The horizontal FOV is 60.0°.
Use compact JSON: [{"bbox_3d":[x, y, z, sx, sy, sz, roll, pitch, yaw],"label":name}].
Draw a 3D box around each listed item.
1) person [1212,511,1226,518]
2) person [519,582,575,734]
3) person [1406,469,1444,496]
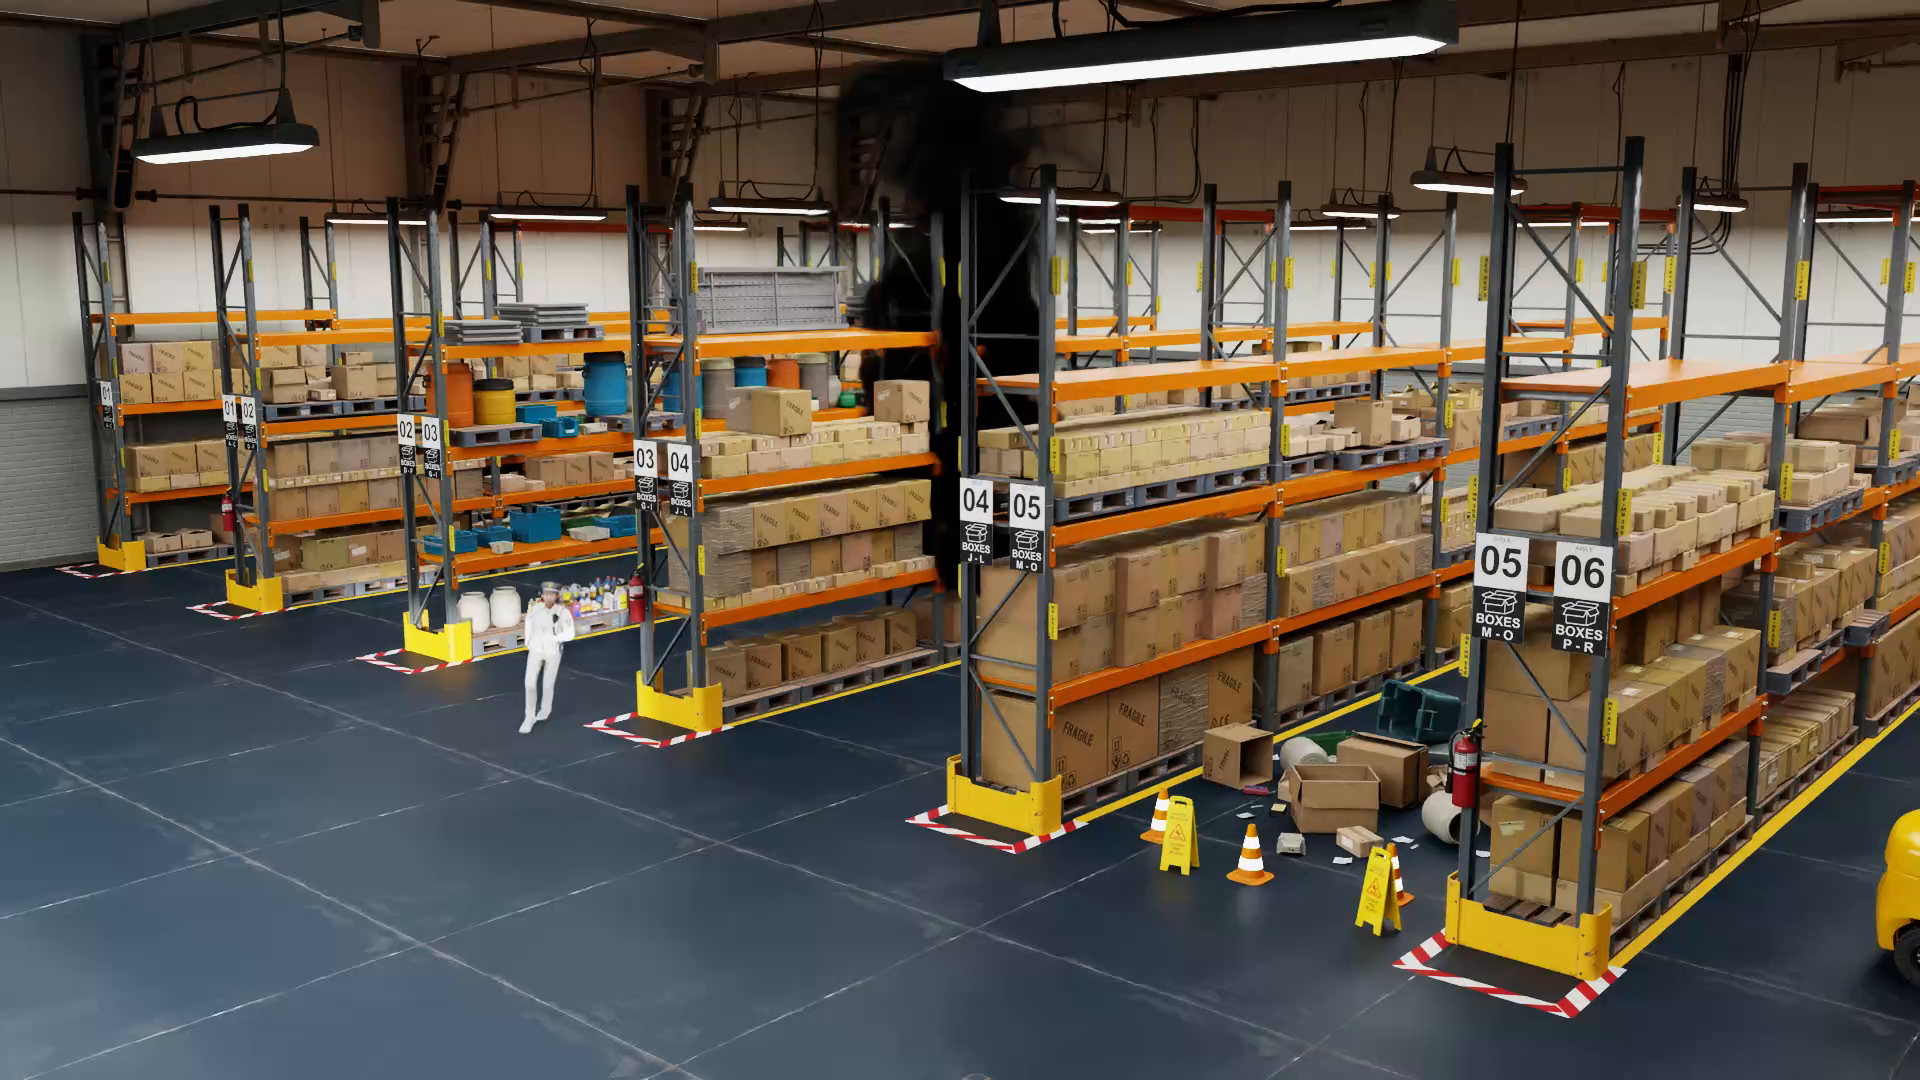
[{"bbox_3d":[3.716,0.340,23.974,0.692,1.746,0.789,7,12,36],"label":"person"},{"bbox_3d":[-4.591,1.282,18.616,0.633,1.726,0.676,0,9,0],"label":"person"},{"bbox_3d":[8.091,-0.504,28.994,0.667,1.732,0.612,3,10,16],"label":"person"}]
